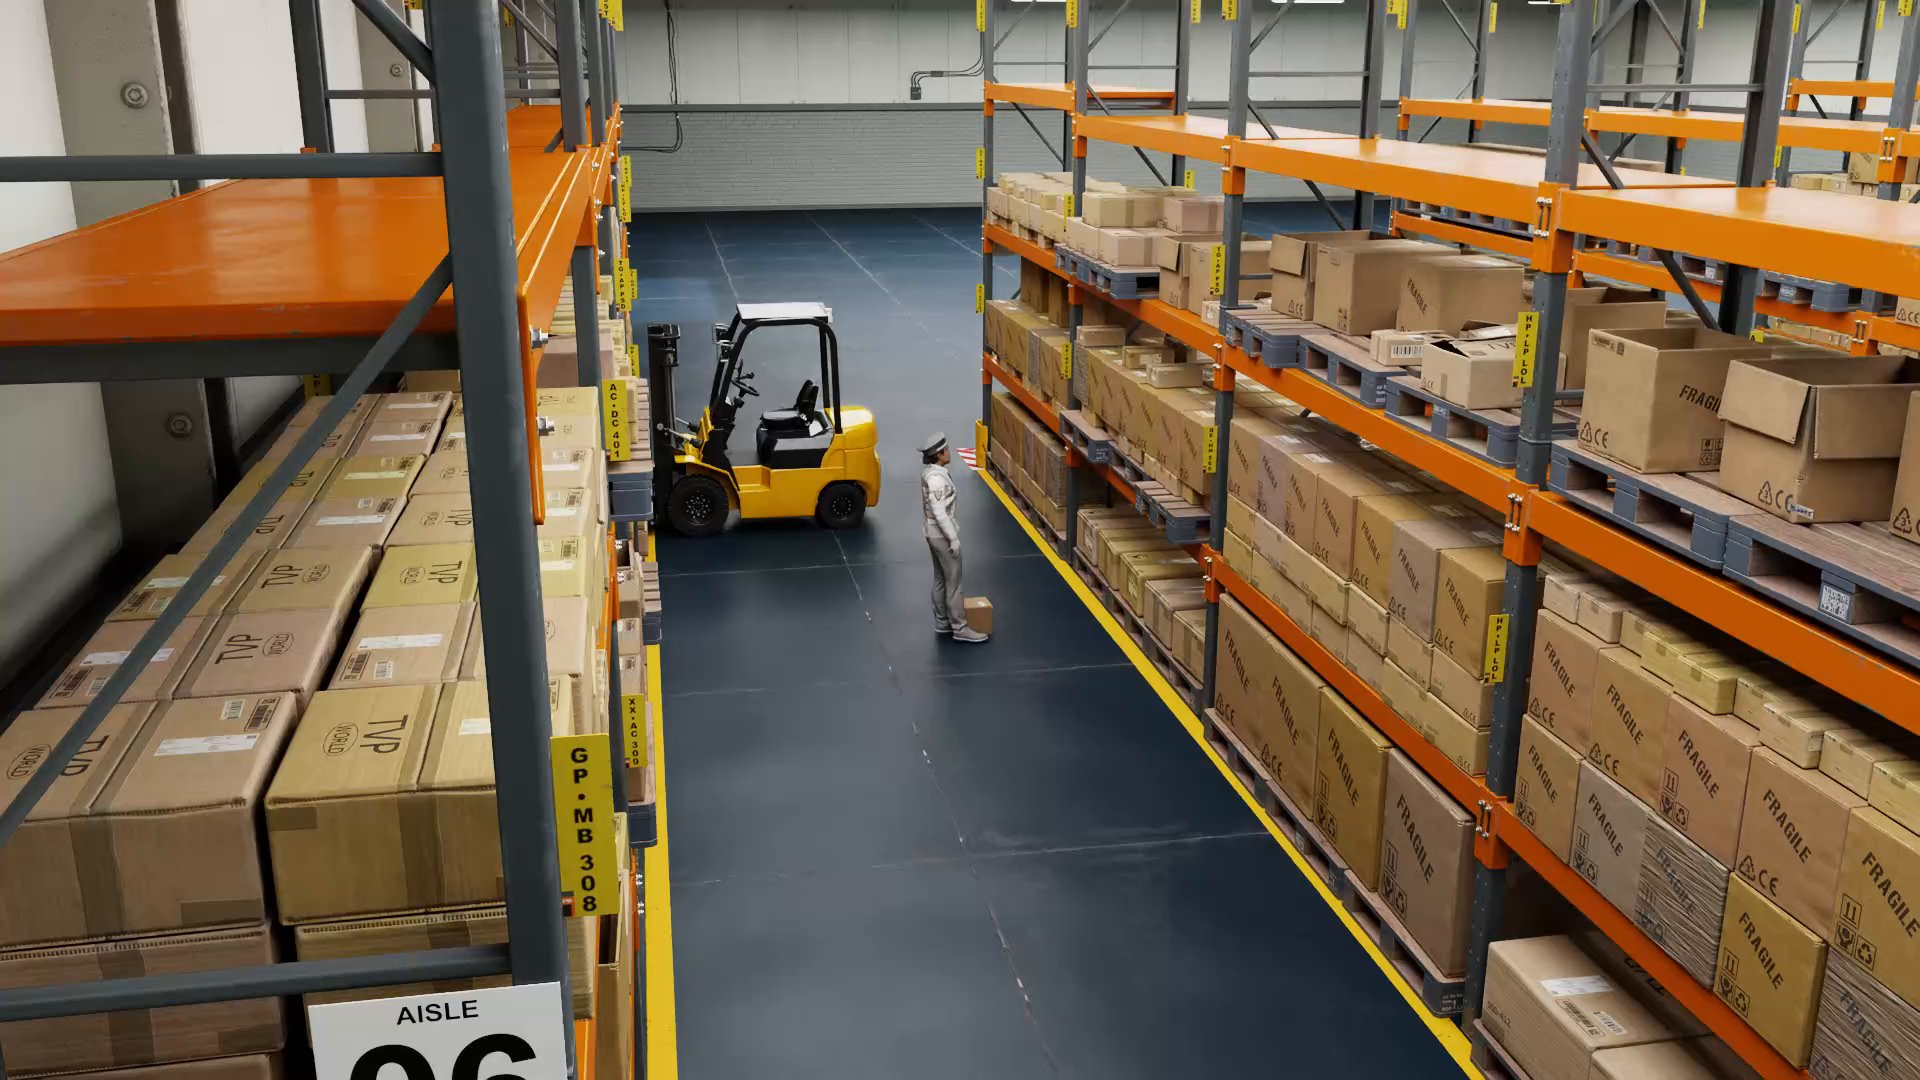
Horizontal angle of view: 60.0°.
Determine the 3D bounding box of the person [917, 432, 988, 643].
[{"bbox_3d":[-0.074,-0.042,13.590,0.530,1.694,0.586,-3,17,-10],"label":"person"}]
